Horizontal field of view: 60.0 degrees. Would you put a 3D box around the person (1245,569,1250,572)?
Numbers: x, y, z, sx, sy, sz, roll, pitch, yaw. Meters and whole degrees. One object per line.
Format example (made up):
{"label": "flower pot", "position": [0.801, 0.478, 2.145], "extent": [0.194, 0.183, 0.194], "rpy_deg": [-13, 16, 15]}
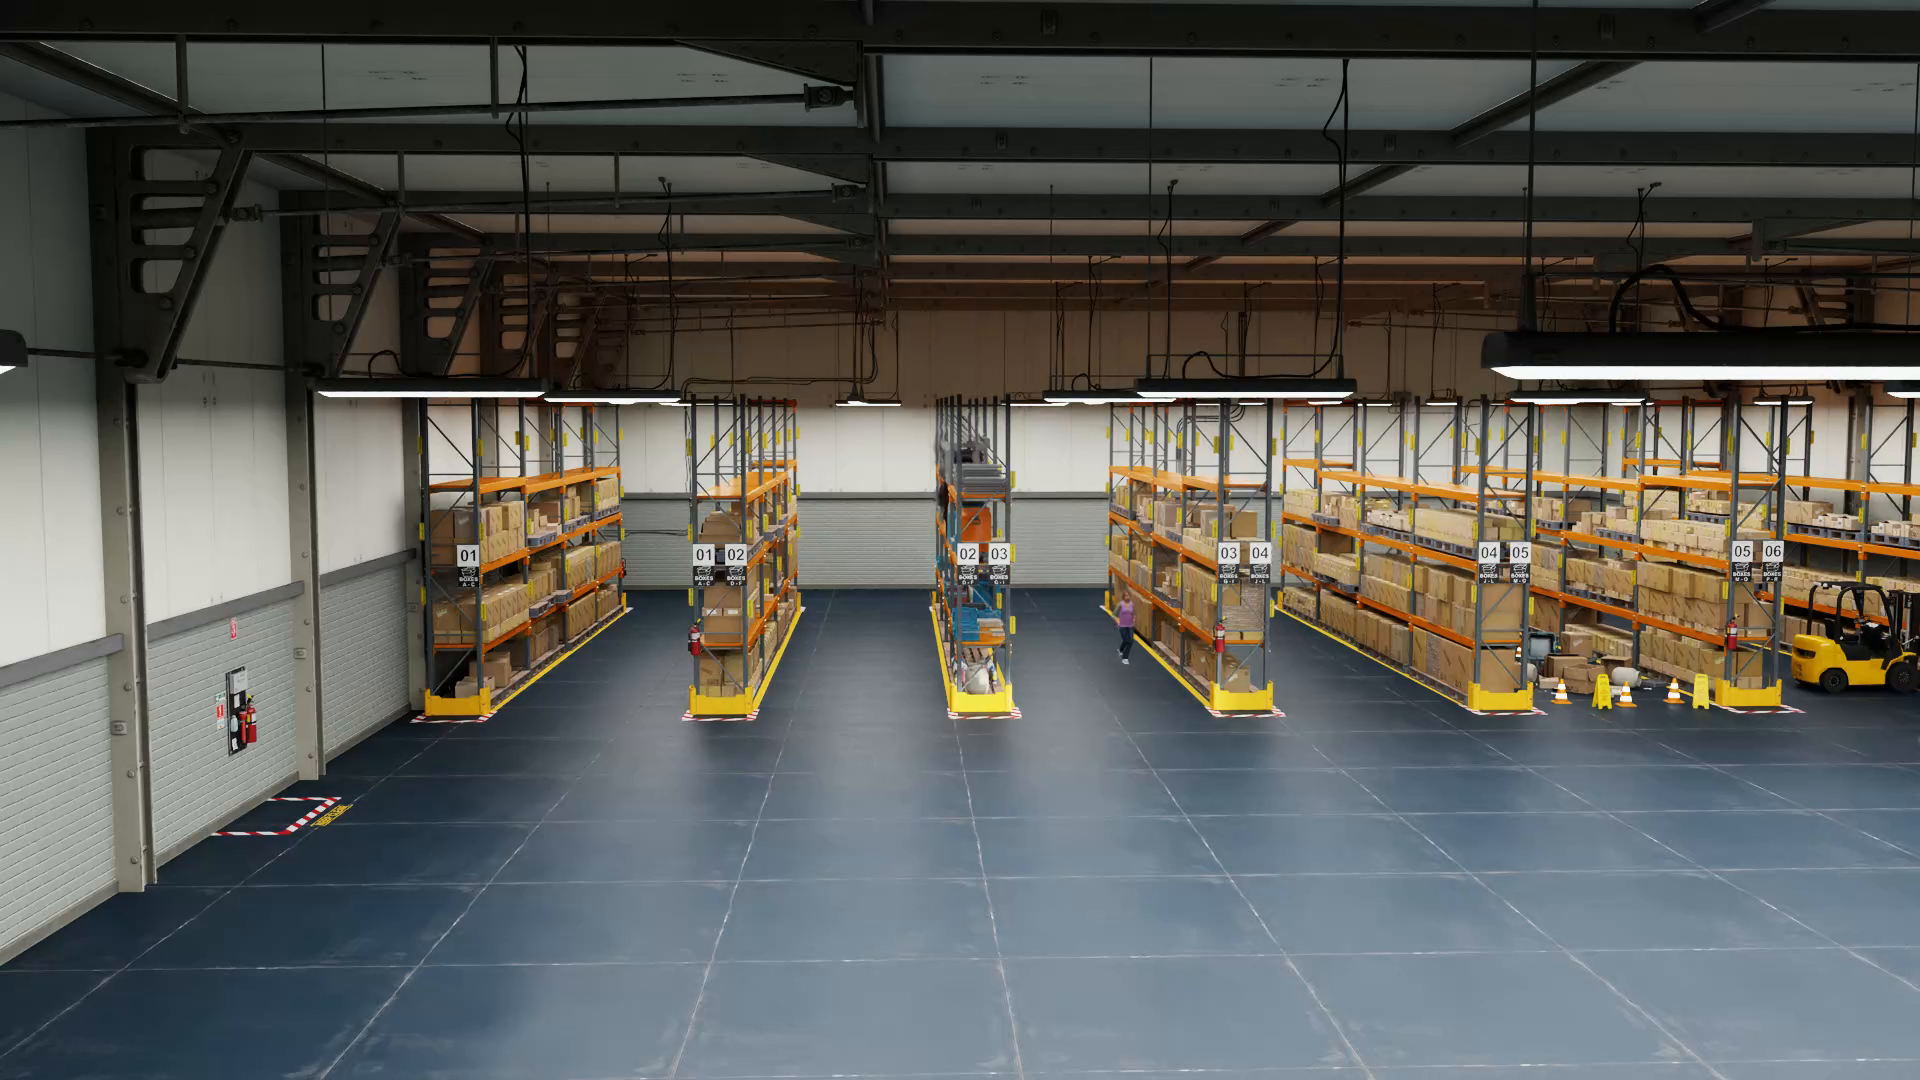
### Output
{"label": "person", "position": [8.161, 1.041, 48.602], "extent": [0.907, 1.724, 0.815], "rpy_deg": [-1, 5, -14]}

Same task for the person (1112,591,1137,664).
{"label": "person", "position": [3.549, 1.866, 35.483], "extent": [0.536, 1.564, 0.486], "rpy_deg": [-1, 5, -14]}
